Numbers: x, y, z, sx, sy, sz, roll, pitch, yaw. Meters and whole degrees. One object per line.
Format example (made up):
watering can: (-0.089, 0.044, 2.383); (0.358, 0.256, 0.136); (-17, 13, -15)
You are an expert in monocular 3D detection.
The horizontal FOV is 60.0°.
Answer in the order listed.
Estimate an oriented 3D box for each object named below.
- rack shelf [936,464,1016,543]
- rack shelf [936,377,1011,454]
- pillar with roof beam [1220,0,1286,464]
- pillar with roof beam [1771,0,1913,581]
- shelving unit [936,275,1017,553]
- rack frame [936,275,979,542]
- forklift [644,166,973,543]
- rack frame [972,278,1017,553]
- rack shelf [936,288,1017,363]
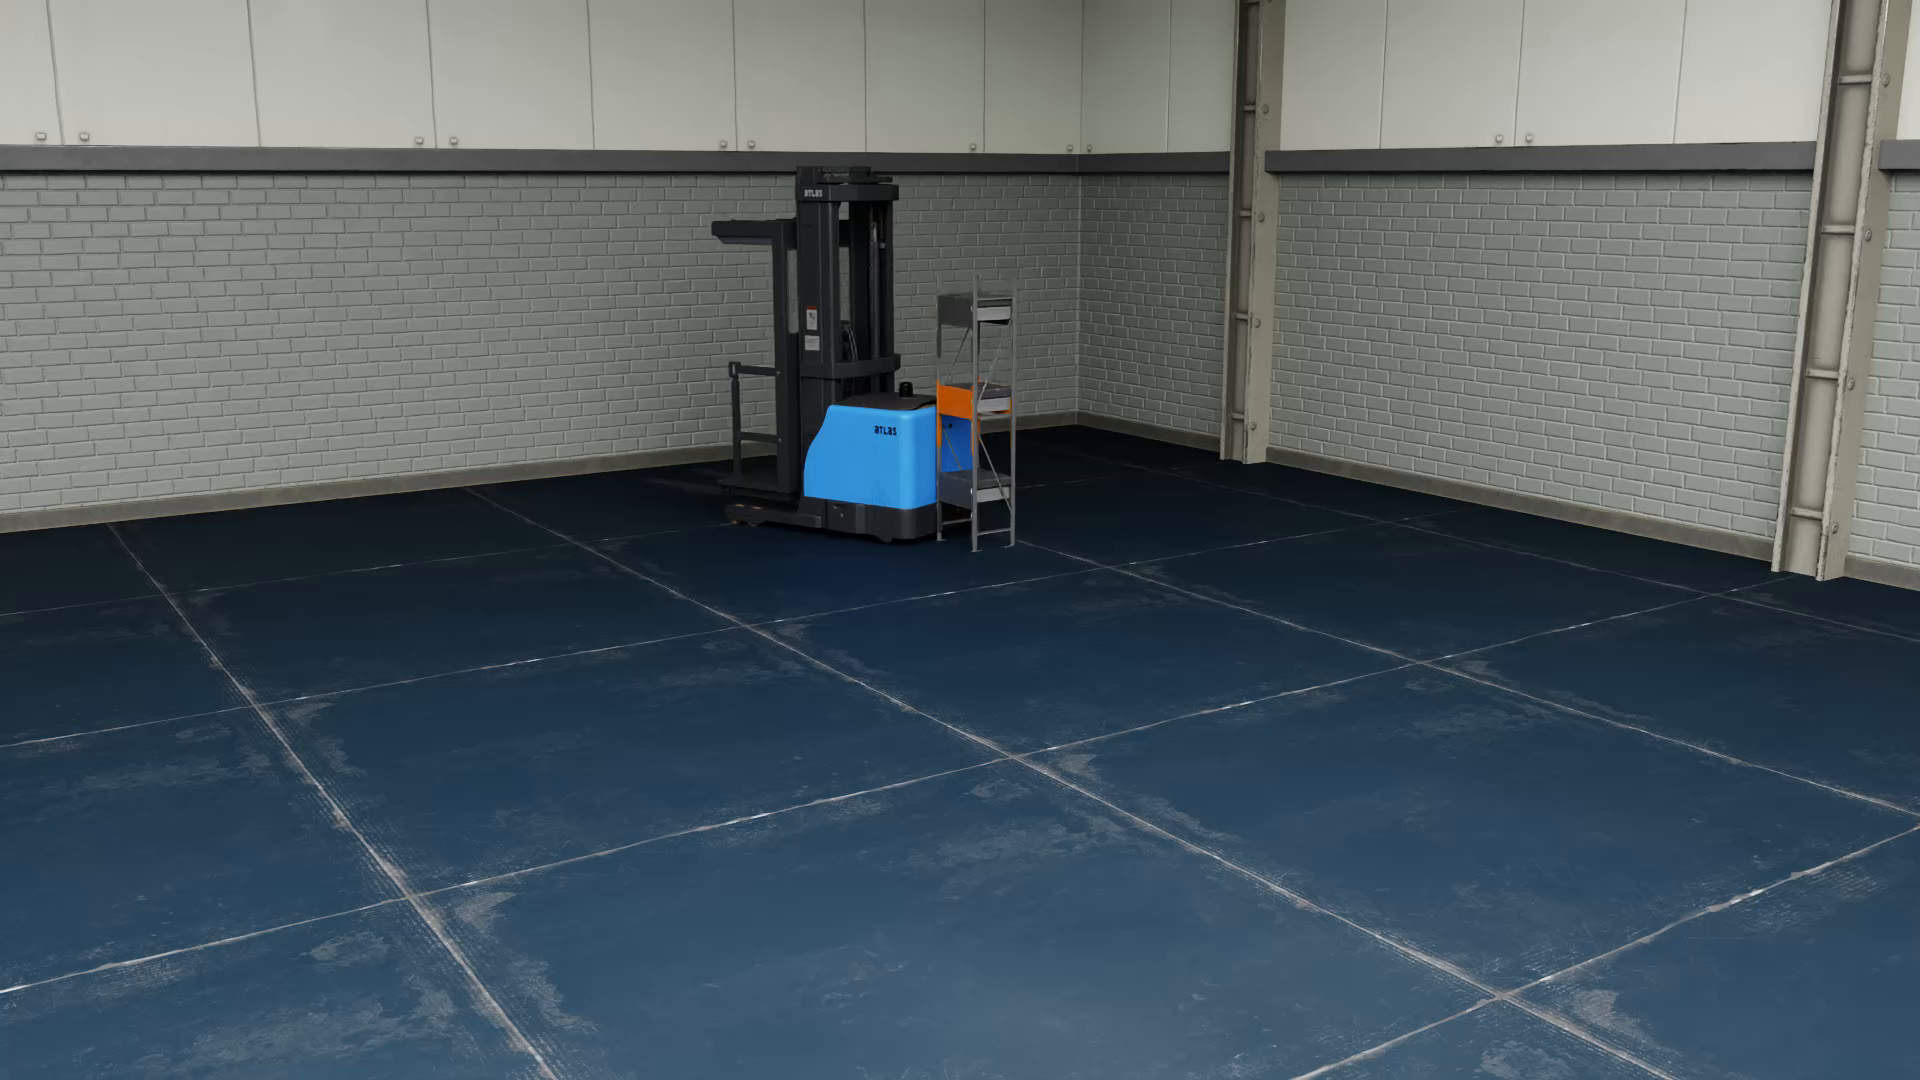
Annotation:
rack shelf: (0.124, -0.296, 13.140); (0.431, 0.518, 0.480); (-9, 15, -34)
rack shelf: (0.124, -0.980, 12.990); (0.431, 0.518, 0.480); (-9, 15, -34)
pillar with roof beam: (-0.663, -4.710, 13.838); (9.100, 9.000, 0.400); (-8, 15, -33)
pillar with roof beam: (2.662, -3.643, 8.958); (9.100, 9.000, 0.400); (-8, 15, -33)
shelving unit: (0.124, -0.993, 12.987); (0.431, 2.100, 0.503); (-9, 15, -34)
rack frame: (-0.017, -1.036, 13.182); (0.400, 2.100, 0.015); (-9, 15, -34)
forklift: (-1.364, -1.629, 13.951); (3.031, 2.935, 1.130); (8, 15, 33)
rack frame: (0.264, -0.950, 12.792); (0.400, 2.100, 0.015); (-9, 15, -34)
rack shelf: (0.124, -1.663, 12.841); (0.431, 0.518, 0.480); (-9, 15, -34)
